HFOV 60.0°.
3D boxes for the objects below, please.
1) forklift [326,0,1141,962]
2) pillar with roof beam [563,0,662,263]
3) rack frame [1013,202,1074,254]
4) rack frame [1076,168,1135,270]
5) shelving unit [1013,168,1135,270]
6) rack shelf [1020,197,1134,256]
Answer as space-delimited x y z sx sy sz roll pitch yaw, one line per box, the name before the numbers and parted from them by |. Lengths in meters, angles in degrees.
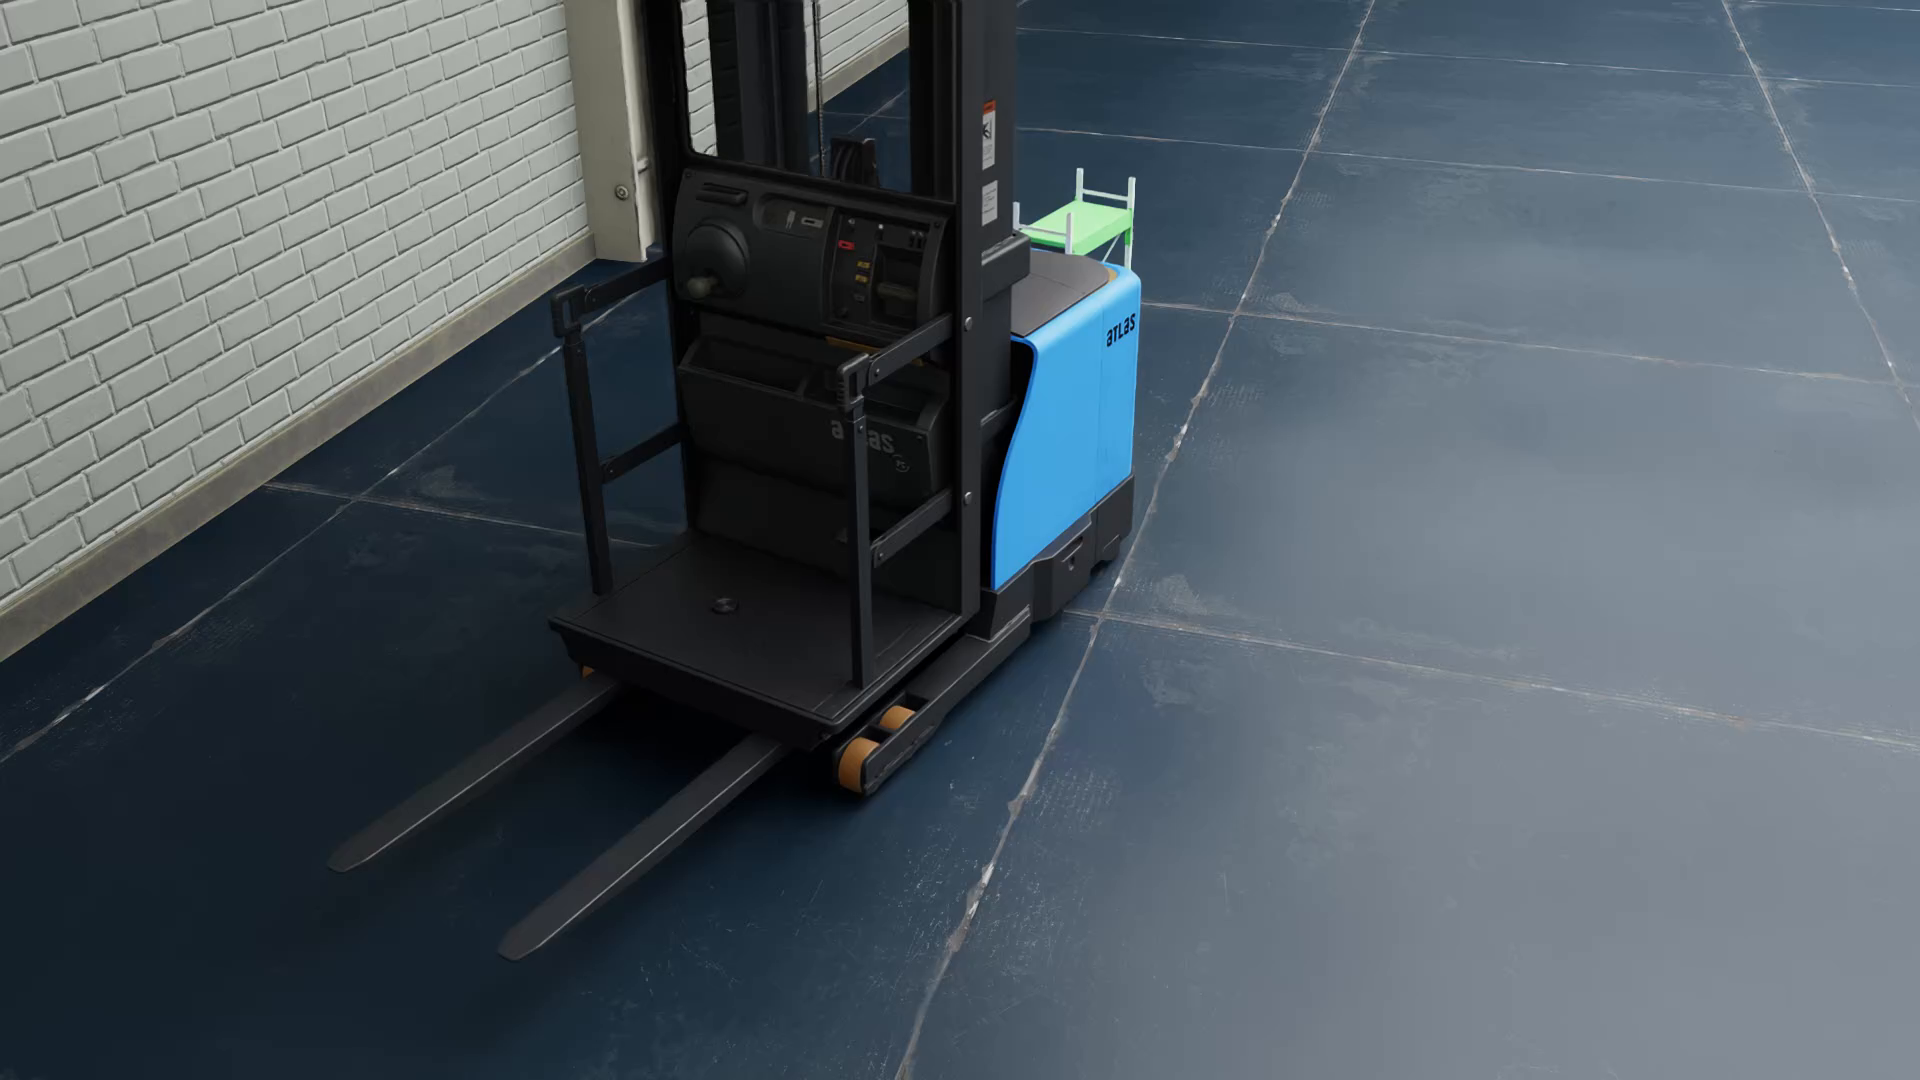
forklift | -0.560 -0.789 4.654 1.130 2.935 3.031 17 33 27
pillar with roof beam | 2.321 -4.918 5.834 9.100 9.000 0.400 8 30 15
rack frame | 0.294 -0.654 6.191 0.240 1.200 0.015 17 33 27
rack frame | 0.549 -0.856 6.555 0.240 1.200 0.015 17 33 27
shelving unit | 0.422 -0.755 6.373 0.258 1.200 0.503 17 33 27
rack shelf | 0.422 -1.119 6.171 0.258 0.148 0.480 17 33 27
